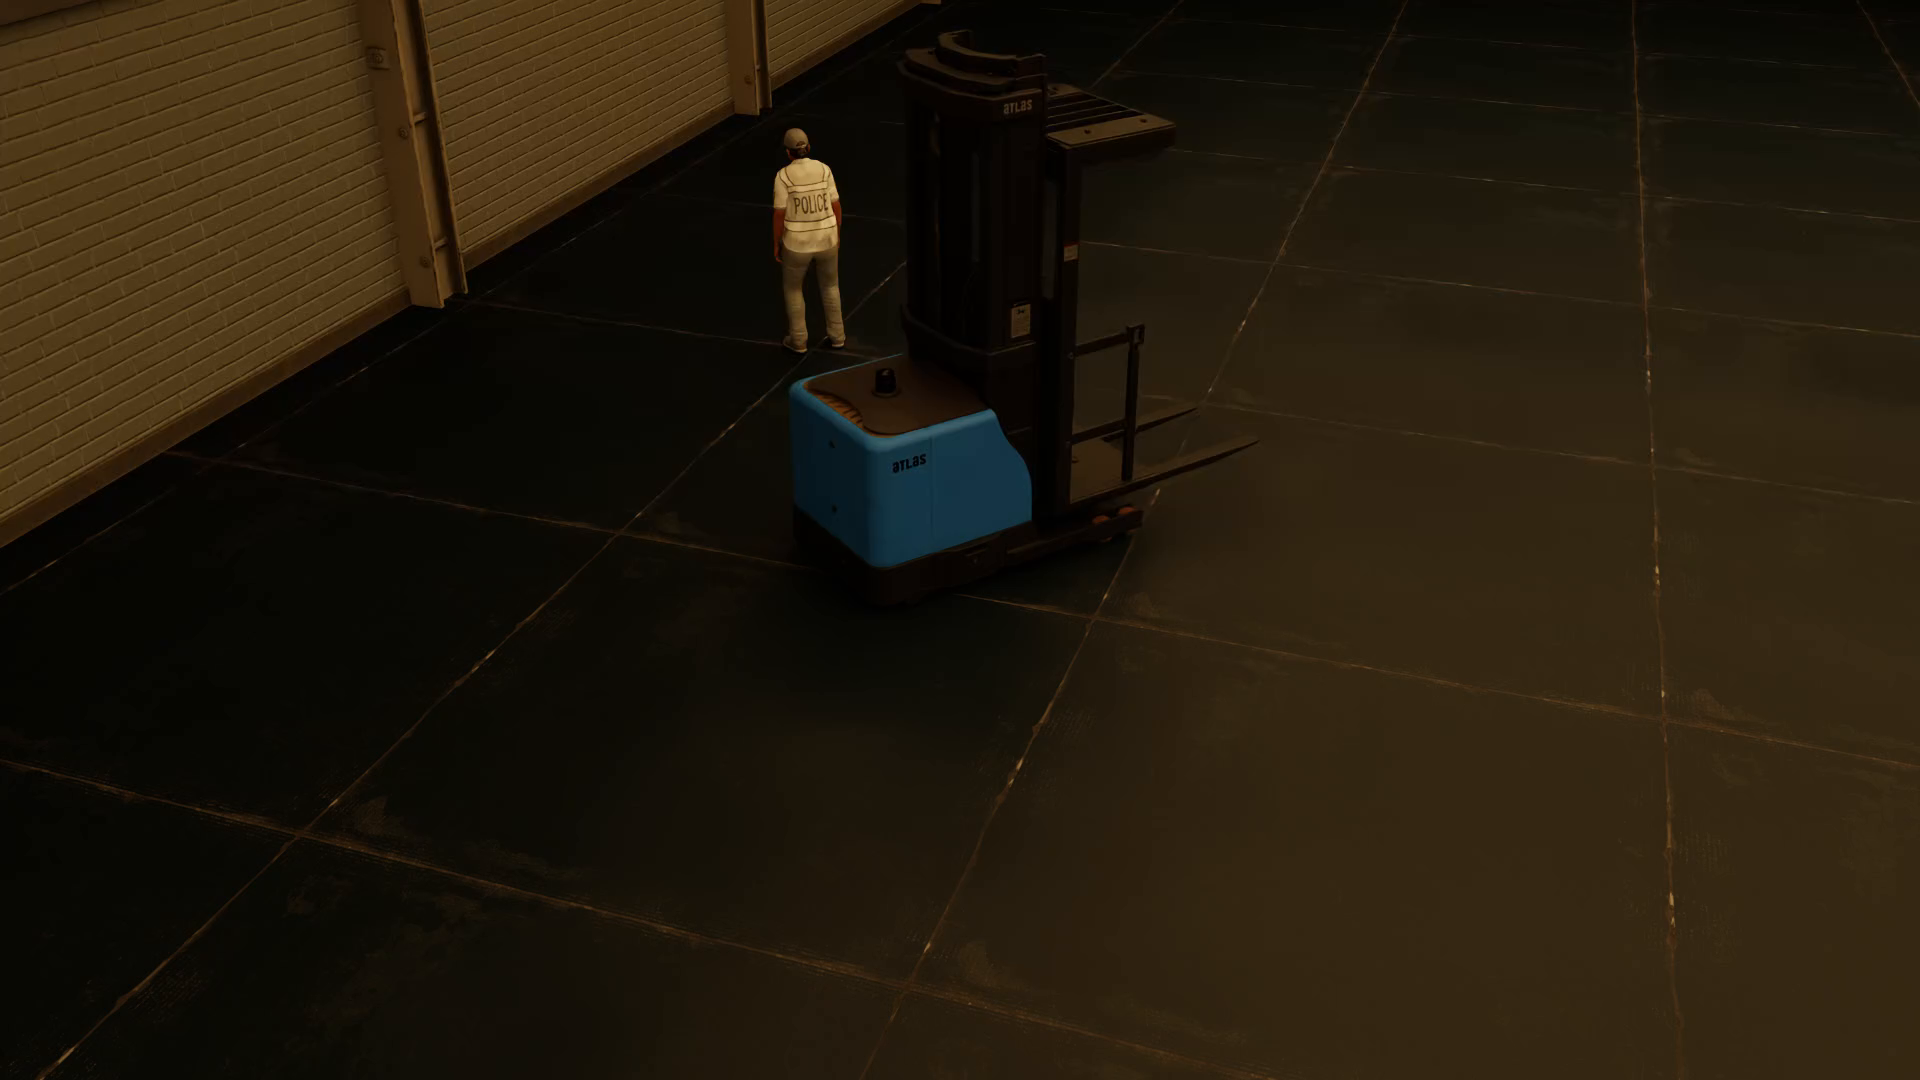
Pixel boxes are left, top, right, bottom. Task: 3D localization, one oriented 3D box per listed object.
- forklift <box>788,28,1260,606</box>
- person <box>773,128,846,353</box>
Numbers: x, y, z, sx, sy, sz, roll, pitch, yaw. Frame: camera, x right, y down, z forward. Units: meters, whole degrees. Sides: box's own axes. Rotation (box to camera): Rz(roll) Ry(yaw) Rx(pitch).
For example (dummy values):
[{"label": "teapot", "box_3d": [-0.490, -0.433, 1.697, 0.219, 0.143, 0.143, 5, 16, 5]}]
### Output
[{"label": "forklift", "box_3d": [0.508, -1.454, 9.687, 3.031, 2.935, 1.130, -18, 34, -29]}, {"label": "person", "box_3d": [-1.119, -2.203, 12.282, 0.557, 1.665, 0.467, -11, 32, -19]}]
